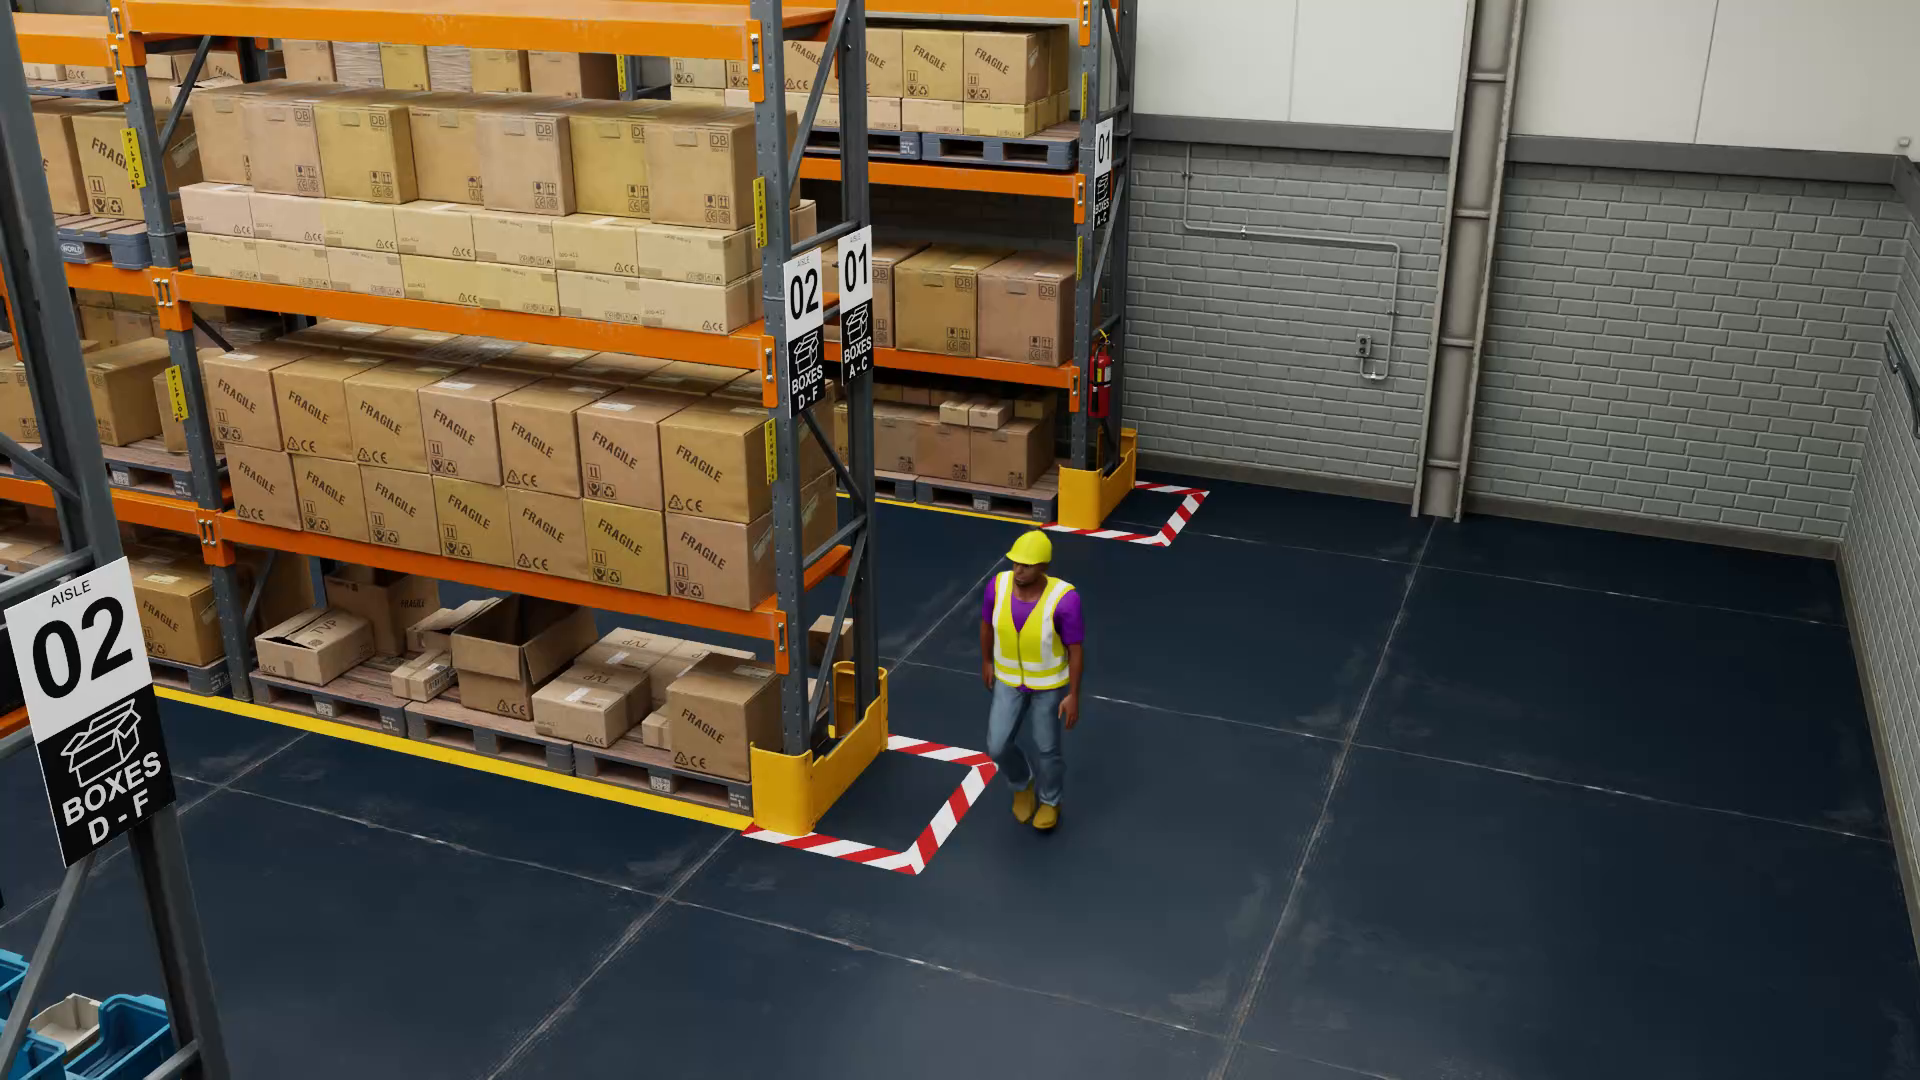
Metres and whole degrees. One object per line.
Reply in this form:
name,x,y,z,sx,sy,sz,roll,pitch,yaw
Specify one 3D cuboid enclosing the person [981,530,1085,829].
person,0.371,0.772,8.972,0.636,1.775,0.463,9,24,21
